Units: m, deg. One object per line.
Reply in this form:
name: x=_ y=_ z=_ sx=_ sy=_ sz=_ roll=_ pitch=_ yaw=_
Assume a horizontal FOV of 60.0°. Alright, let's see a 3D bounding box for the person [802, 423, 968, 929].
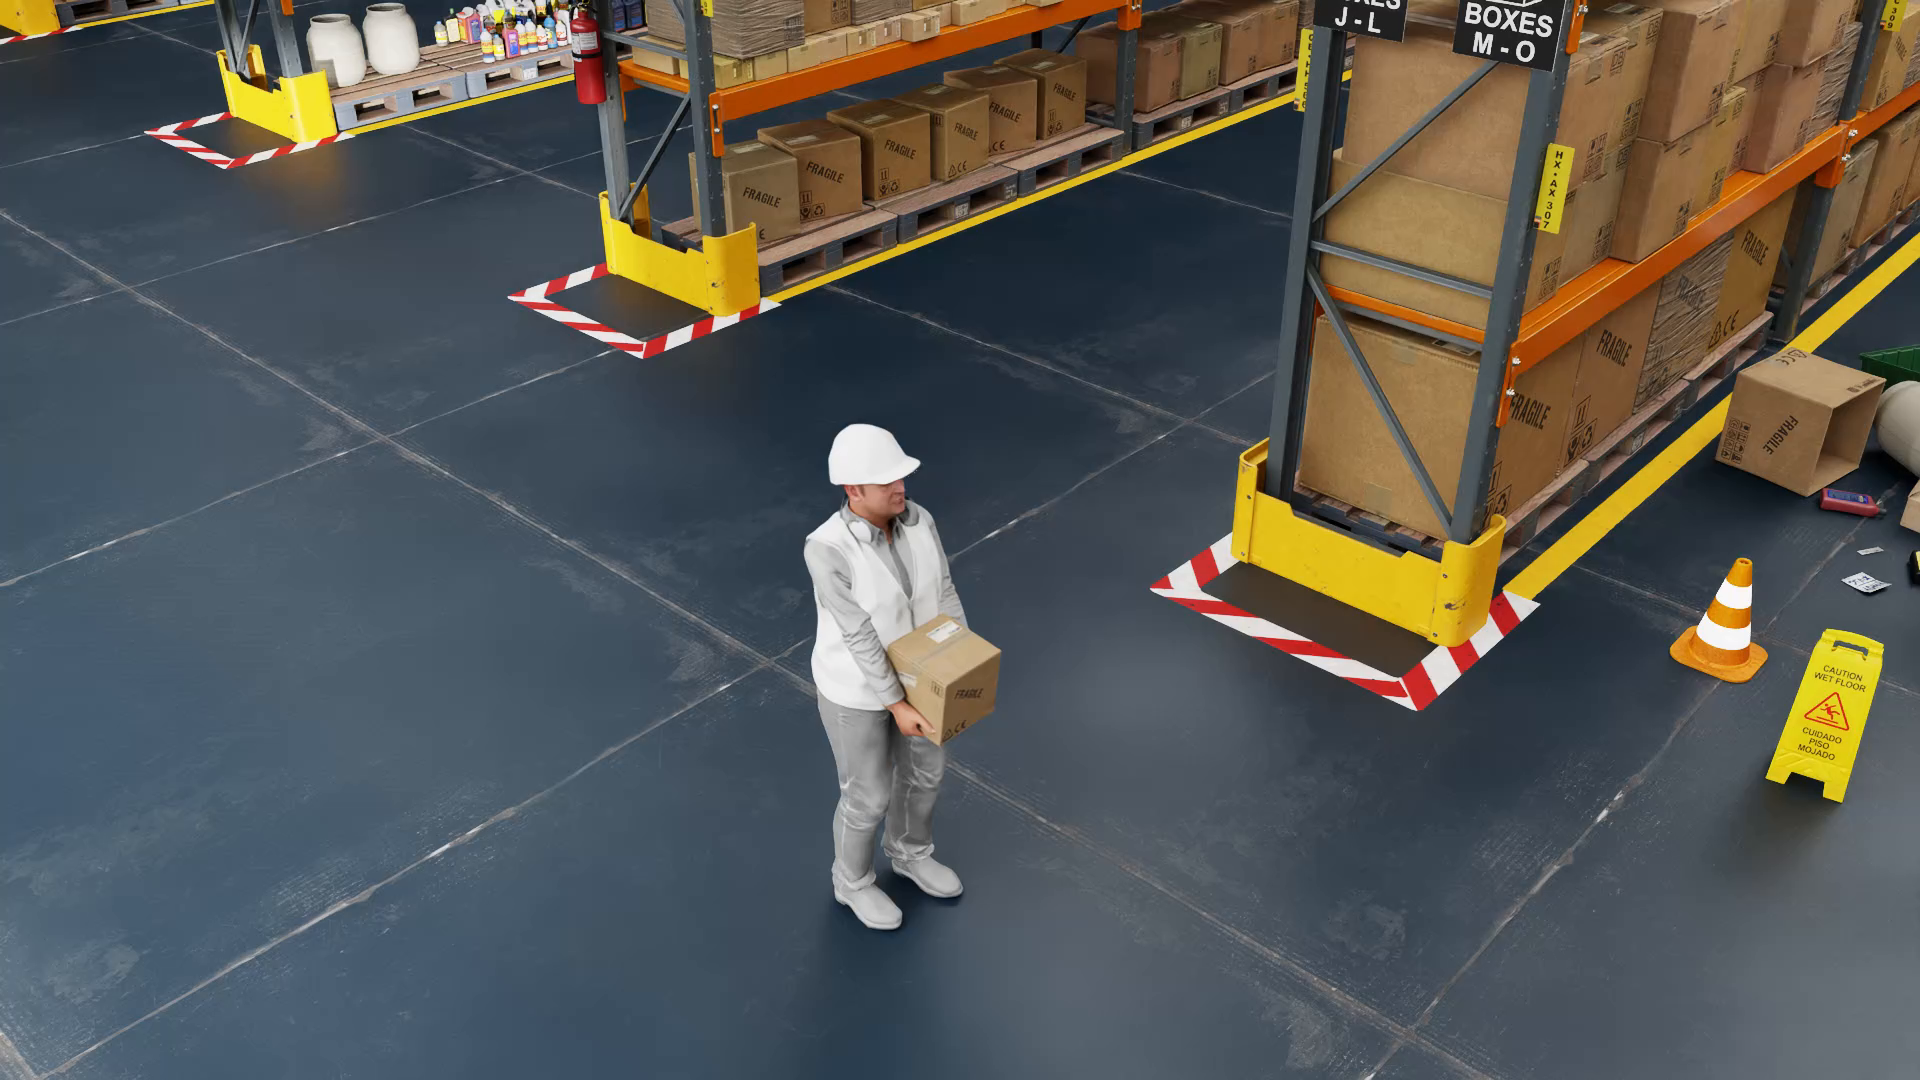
person: x=-0.178 y=0.472 z=5.334 sx=0.557 sy=1.763 sz=0.494 roll=26 pitch=40 yaw=36
